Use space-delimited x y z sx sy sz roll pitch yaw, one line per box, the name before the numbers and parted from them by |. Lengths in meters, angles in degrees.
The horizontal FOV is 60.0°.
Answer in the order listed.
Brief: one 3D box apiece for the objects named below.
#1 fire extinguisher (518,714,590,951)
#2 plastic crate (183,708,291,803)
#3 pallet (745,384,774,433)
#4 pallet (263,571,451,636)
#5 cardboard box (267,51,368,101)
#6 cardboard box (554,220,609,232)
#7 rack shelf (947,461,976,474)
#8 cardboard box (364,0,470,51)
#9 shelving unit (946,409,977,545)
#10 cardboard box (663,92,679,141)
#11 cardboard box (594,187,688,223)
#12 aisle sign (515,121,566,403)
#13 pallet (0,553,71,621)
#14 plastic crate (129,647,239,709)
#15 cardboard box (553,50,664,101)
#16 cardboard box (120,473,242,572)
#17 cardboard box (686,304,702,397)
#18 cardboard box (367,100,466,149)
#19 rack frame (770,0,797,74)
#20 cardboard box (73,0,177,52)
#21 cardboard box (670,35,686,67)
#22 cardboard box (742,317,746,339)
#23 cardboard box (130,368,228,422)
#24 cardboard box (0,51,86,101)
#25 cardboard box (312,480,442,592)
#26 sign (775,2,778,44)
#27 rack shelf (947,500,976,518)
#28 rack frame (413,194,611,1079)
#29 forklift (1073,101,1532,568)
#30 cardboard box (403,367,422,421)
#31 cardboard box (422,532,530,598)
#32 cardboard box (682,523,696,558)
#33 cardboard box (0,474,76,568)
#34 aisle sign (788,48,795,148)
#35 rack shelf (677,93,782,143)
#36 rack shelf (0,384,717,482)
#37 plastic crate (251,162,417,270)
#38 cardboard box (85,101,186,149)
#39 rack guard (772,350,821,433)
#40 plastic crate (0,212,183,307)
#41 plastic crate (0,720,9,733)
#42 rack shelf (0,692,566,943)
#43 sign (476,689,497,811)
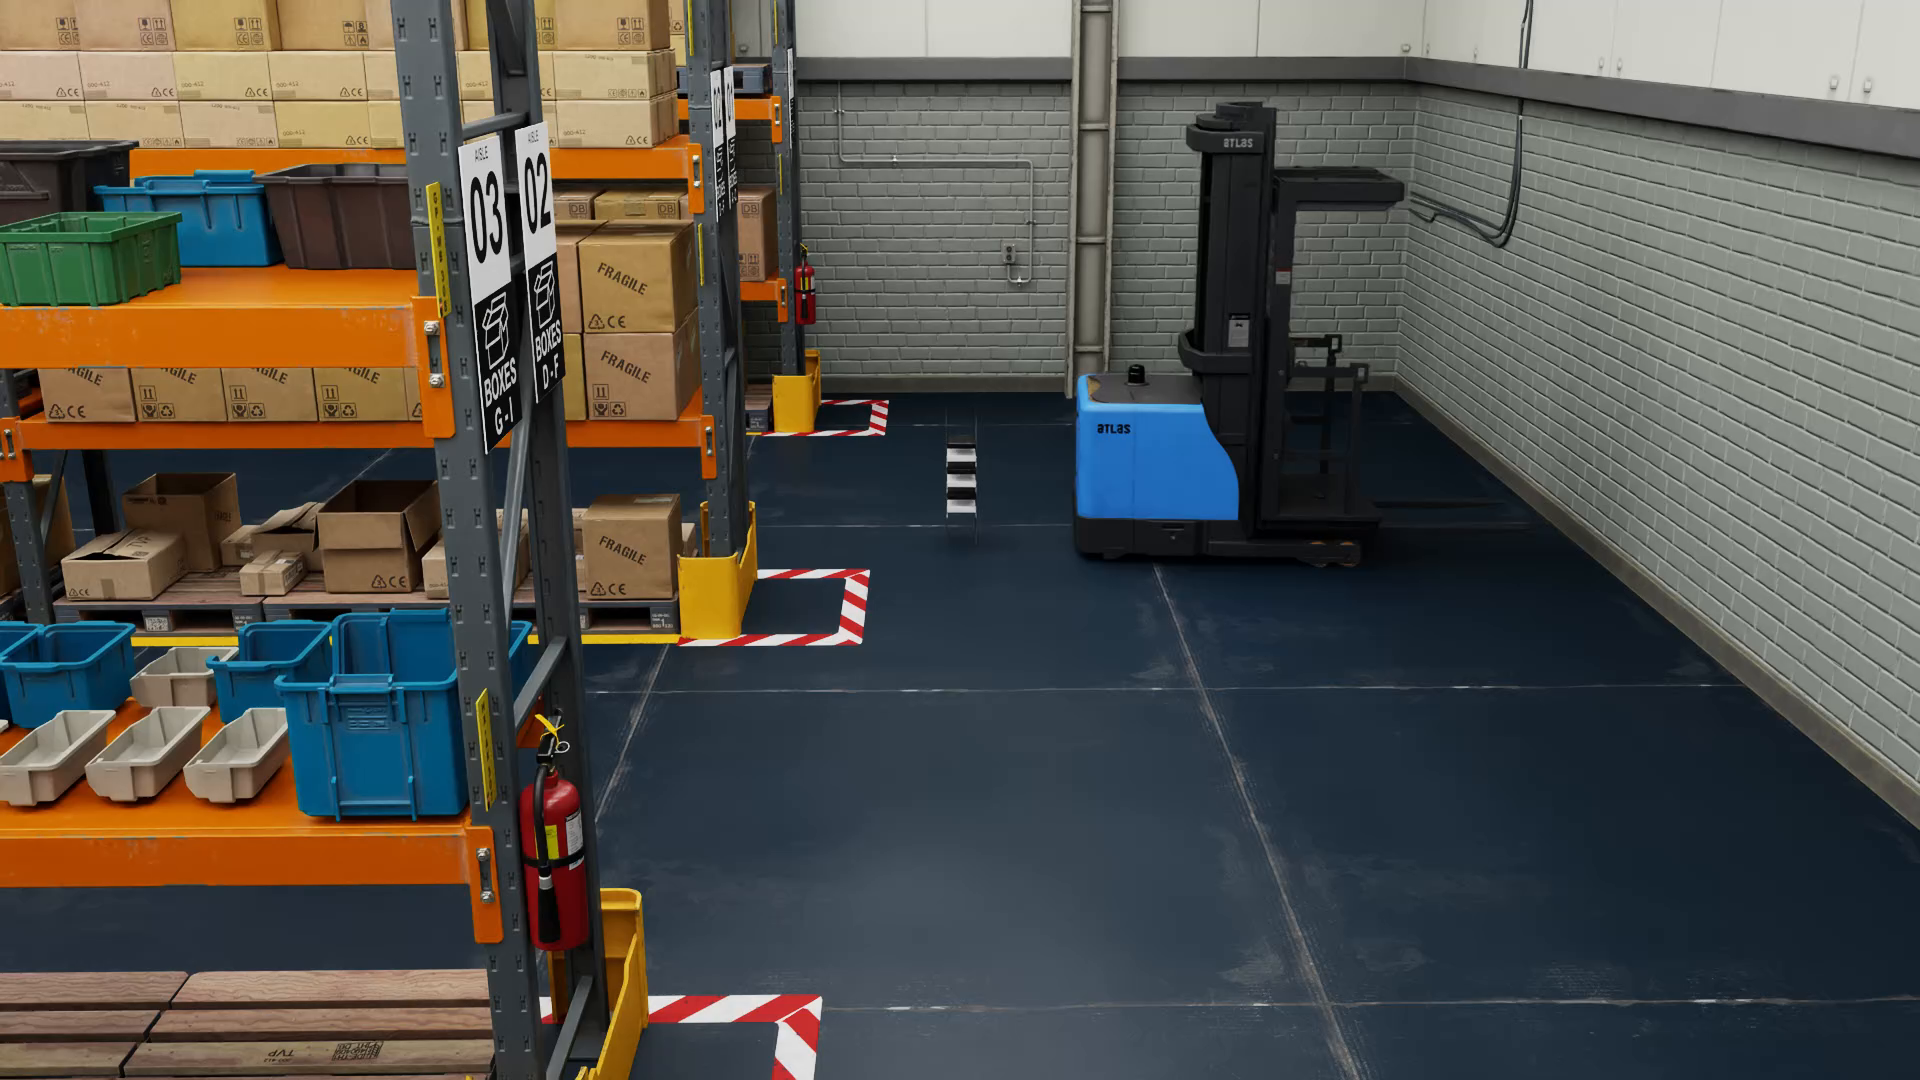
fire extinguisher | -1.168 0.840 4.756 0.183 0.674 0.296 0 18 -1
plastic crate | -2.138 0.644 4.964 0.243 0.136 0.396 0 18 -1
pallet | -2.280 -1.183 14.889 1.213 0.211 1.003 0 18 -1
pallet | -3.490 0.312 10.230 1.213 0.211 1.003 0 18 -1
cardboard box | -3.409 -2.532 9.046 0.500 0.250 0.500 0 18 -1
cardboard box | -2.370 -1.623 9.895 0.500 0.500 0.500 0 18 0
rack shelf | 0.008 -0.482 11.393 0.200 0.077 0.258 0 18 -1
cardboard box | -2.913 -2.958 9.148 0.500 0.500 0.700 0 18 -1
shelving unit | 0.008 -0.429 11.410 0.210 0.900 0.258 0 18 -1
cardboard box | -1.918 -2.457 9.633 0.500 0.250 0.500 0 18 -1
cardboard box | -2.719 -2.669 14.465 0.700 0.700 0.980 0 18 -1
aisle sign | -1.258 -0.841 5.004 0.004 0.787 0.394 0 18 -1
pallet | -6.212 0.337 10.151 1.213 0.211 1.003 0 18 -1
plastic crate | -2.578 0.465 5.522 0.298 0.136 0.250 0 18 -1
cardboard box | -1.910 -2.540 9.071 0.500 0.250 0.500 0 18 -1
cardboard box | -4.834 -0.115 10.367 0.500 0.500 0.500 0 18 -1
cardboard box | -1.848 -1.151 10.063 0.500 0.500 0.500 0 18 0
cardboard box | -2.909 -2.294 9.122 0.500 0.250 0.500 0 18 -1
rack frame | -1.482 -5.395 13.633 0.127 3.000 1.000 0 18 -1
cardboard box | -4.412 -2.931 9.063 0.500 0.500 0.700 0 18 -1
cardboard box | -2.210 -4.058 13.771 0.500 0.250 0.500 0 18 1
cardboard box | -2.058 -1.885 14.855 0.250 0.149 0.380 0 18 0
cardboard box | -4.374 -0.976 9.517 0.500 0.500 0.500 0 18 0
cardboard box | -4.909 -2.528 9.032 0.500 0.250 0.500 0 18 -1
cardboard box | -3.521 -0.038 10.121 0.637 0.503 0.797 0 18 -1
sign | -1.487 -4.185 13.452 0.005 0.325 0.100 0 18 -1
rack shelf | 0.008 -0.225 11.475 0.200 0.077 0.258 0 18 -1
rack frame | -1.325 0.487 5.117 0.127 3.000 1.000 0 18 -1
forklift | 2.304 -1.380 11.053 3.031 2.935 1.130 1 18 2
cardboard box | -2.861 -0.983 9.539 0.500 0.500 0.500 0 18 0
cardboard box | -2.890 0.148 9.958 0.500 0.250 0.500 0 18 -1
cardboard box | -1.824 0.020 10.523 0.250 0.149 0.380 0 18 -1
cardboard box | -5.887 -0.097 10.313 0.500 0.500 0.500 -1 18 -3
aisle sign | -1.405 -3.685 13.868 0.004 0.787 0.394 0 18 -1
rack shelf | -3.482 -3.614 14.171 4.000 0.370 1.077 0 18 -1
rack shelf | -3.400 -0.673 9.913 4.000 0.370 1.077 0 18 -1
plastic crate | -1.715 -0.962 4.939 0.590 0.269 0.497 0 18 -1
cardboard box | -4.409 -2.291 9.113 0.500 0.250 0.500 0 18 -1
rack guard | -1.458 -1.348 14.932 0.348 0.500 1.175 0 18 -1
plastic crate | -2.307 -0.748 4.405 0.336 0.188 0.450 0 18 -1
plastic crate | -3.002 0.657 4.924 0.250 0.136 0.298 0 18 -1
rack shelf | -3.325 0.840 5.197 4.000 0.370 1.077 0 18 -1
sign | -1.301 0.578 4.569 0.005 0.325 0.100 0 18 -1
